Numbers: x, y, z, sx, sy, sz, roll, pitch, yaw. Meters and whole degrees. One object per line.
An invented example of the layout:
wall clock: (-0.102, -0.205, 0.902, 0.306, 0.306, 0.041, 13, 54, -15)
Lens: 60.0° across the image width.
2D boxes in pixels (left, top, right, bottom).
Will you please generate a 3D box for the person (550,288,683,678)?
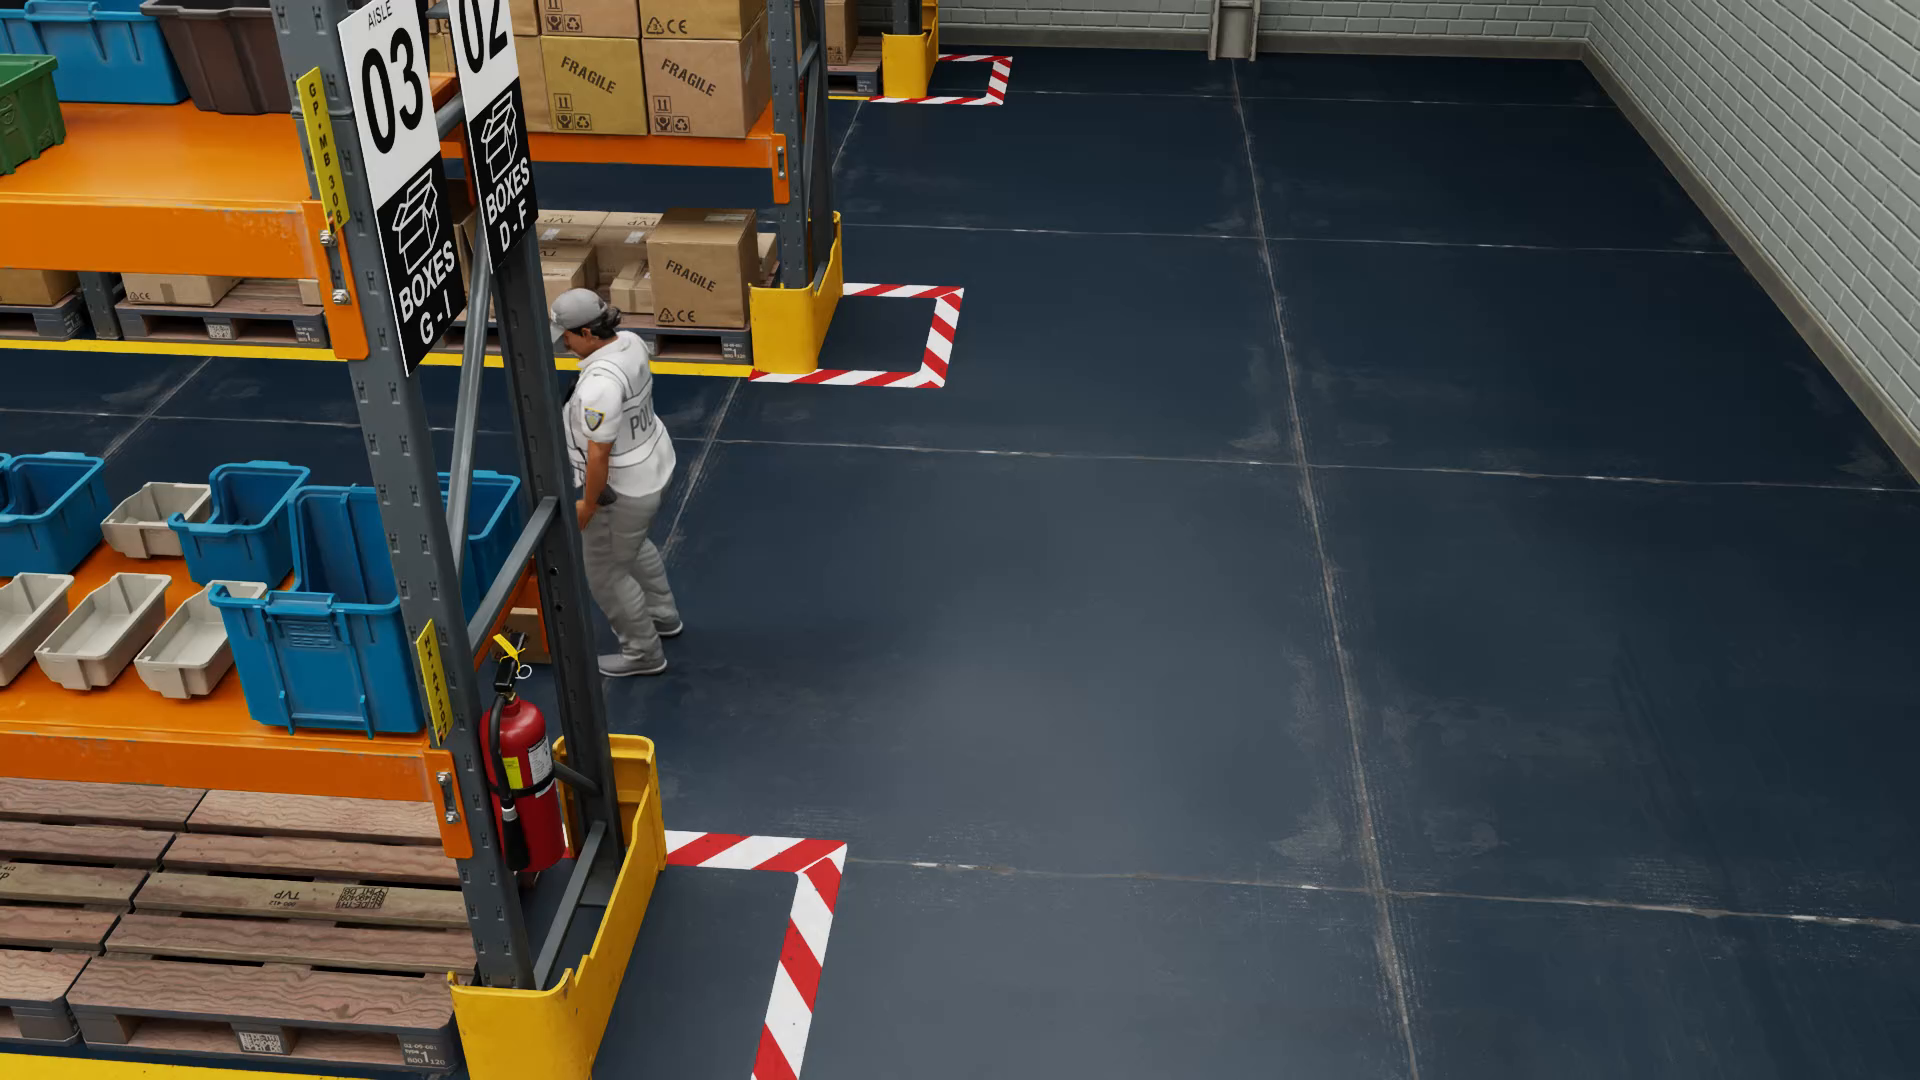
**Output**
person: (-1.341, -0.209, 6.507, 0.428, 1.634, 0.483, 3, 32, 5)
